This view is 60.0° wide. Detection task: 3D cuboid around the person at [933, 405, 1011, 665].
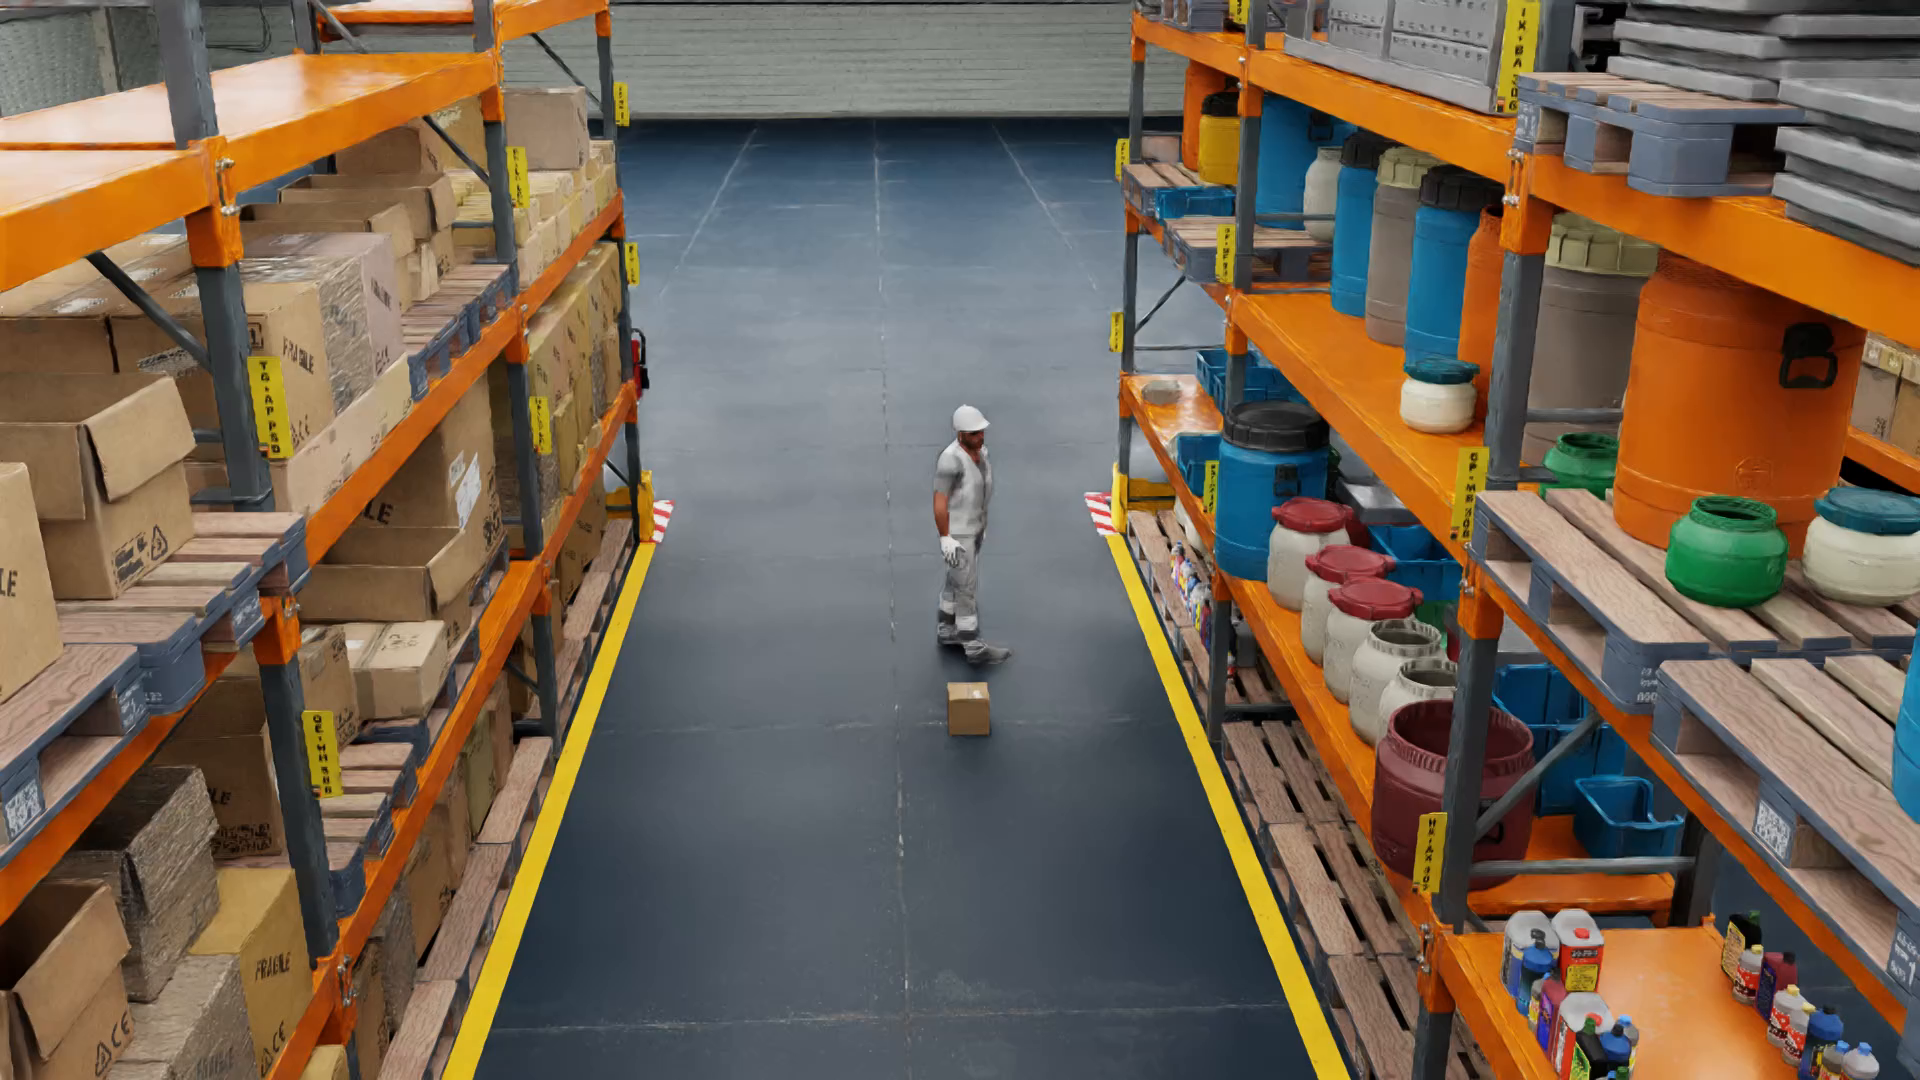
[{"bbox_3d":[0.065,-0.037,11.128,0.598,1.788,0.667,9,22,24],"label":"person"}]
